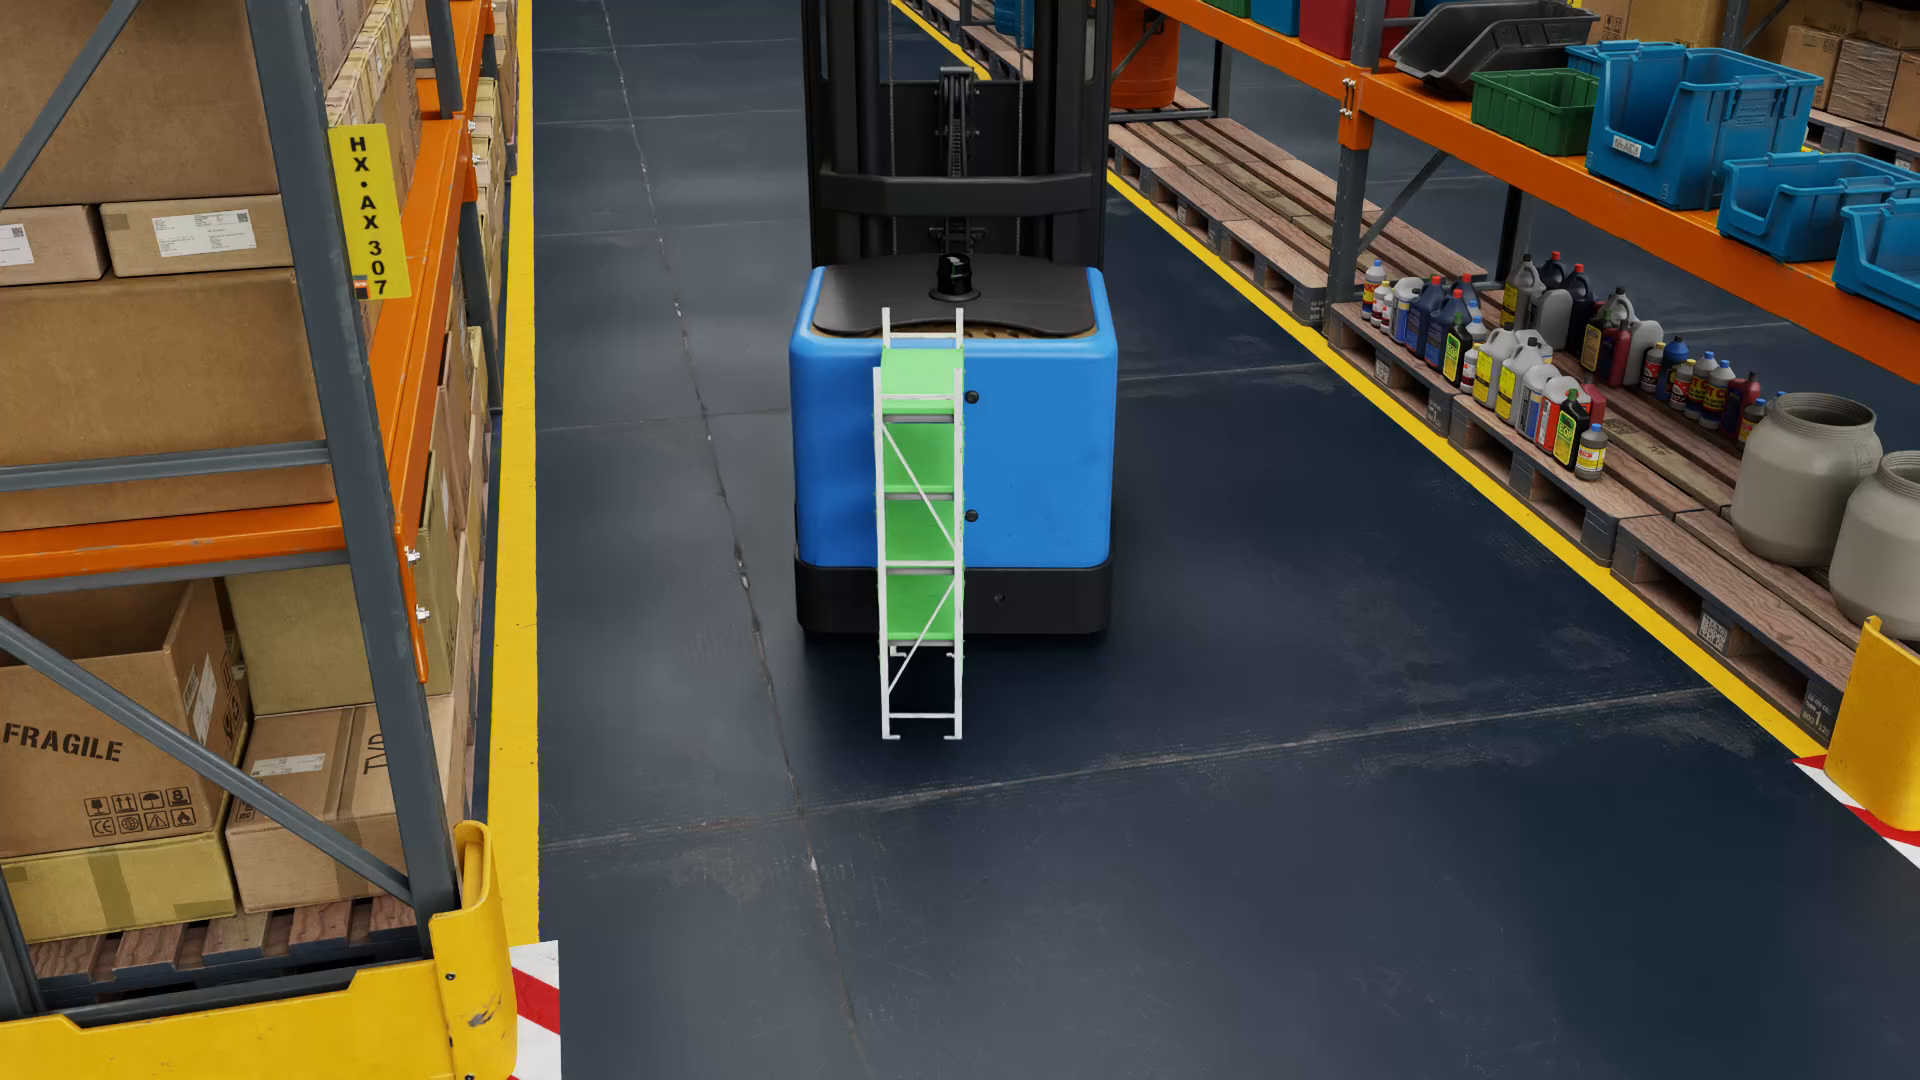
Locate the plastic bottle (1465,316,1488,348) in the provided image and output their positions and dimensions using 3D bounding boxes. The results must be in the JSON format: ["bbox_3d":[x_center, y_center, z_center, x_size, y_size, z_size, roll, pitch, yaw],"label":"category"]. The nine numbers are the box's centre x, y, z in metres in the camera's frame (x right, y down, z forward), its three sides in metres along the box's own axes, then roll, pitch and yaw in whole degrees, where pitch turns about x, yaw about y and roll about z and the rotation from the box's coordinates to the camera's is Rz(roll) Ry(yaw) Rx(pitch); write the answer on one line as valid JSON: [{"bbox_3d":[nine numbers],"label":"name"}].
[{"bbox_3d":[2.188,-0.821,7.087,0.097,0.271,0.097,0,27,0],"label":"plastic bottle"}]

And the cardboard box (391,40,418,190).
[{"bbox_3d":[-2.298,-1.501,5.784,0.700,0.500,0.500,-6,27,-12],"label":"cardboard box"}]

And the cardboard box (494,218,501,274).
[{"bbox_3d":[-2.612,-1.495,8.469,0.500,0.250,0.500,-7,28,-13],"label":"cardboard box"}]

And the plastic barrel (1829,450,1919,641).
[{"bbox_3d":[2.976,0.015,5.185,0.421,0.512,0.421,0,27,0],"label":"plastic barrel"}]

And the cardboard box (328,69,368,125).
[{"bbox_3d":[-1.740,-1.107,4.283,0.380,0.149,0.250,-7,28,-13],"label":"cardboard box"}]

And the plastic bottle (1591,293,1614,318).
[{"bbox_3d":[2.844,-0.961,7.352,0.061,0.283,0.133,-4,27,-8],"label":"plastic bottle"}]

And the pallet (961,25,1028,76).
[{"bbox_3d":[0.628,-4.307,14.548,1.003,0.211,1.213,-6,27,-12],"label":"pallet"}]

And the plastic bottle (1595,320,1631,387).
[{"bbox_3d":[2.769,-0.804,7.040,0.061,0.283,0.133,-6,27,-12],"label":"plastic bottle"}]

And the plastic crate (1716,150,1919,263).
[{"bbox_3d":[2.654,-1.035,5.137,0.499,0.251,0.408,-6,27,-12],"label":"plastic crate"}]

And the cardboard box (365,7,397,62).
[{"bbox_3d":[-1.974,-1.560,5.181,0.380,0.149,0.250,-5,27,-10],"label":"cardboard box"}]

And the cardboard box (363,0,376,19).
[{"bbox_3d":[-2.196,-1.869,5.074,0.700,0.500,0.500,-6,27,-12],"label":"cardboard box"}]

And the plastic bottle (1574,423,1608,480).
[{"bbox_3d":[2.358,-0.336,6.203,0.097,0.201,0.097,0,27,0],"label":"plastic bottle"}]

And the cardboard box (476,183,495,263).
[{"bbox_3d":[-2.487,-1.519,7.893,0.500,0.311,0.500,-6,27,-12],"label":"cardboard box"}]

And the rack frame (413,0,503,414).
[{"bbox_3d":[-2.529,-1.881,6.648,1.000,3.000,0.127,-6,27,-12],"label":"rack frame"}]

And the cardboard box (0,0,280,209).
[{"bbox_3d":[-1.732,-0.979,3.309,0.700,0.500,0.500,-6,27,-11],"label":"cardboard box"}]

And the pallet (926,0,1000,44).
[{"bbox_3d":[0.291,-4.969,15.860,1.003,0.211,1.213,-6,27,-12],"label":"pallet"}]

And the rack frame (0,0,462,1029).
[{"bbox_3d":[-1.628,-0.125,3.169,1.000,3.000,0.127,-6,27,-12],"label":"rack frame"}]

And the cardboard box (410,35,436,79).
[{"bbox_3d":[-2.530,-2.179,7.517,0.380,0.149,0.250,-6,27,-12],"label":"cardboard box"}]

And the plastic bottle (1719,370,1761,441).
[{"bbox_3d":[3.061,-0.539,6.516,0.061,0.283,0.133,-5,27,-11],"label":"plastic bottle"}]

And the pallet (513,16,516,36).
[{"bbox_3d":[-4.486,-4.450,14.832,1.003,0.211,1.213,-6,27,-12],"label":"pallet"}]

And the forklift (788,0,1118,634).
[{"bbox_3d":[-0.007,-1.618,6.203,1.130,2.935,3.031,0,27,1],"label":"forklift"}]

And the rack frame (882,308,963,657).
[{"bbox_3d":[-0.111,-0.153,5.216,0.240,1.200,0.015,0,27,0],"label":"rack frame"}]

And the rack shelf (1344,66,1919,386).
[{"bbox_3d":[2.748,-1.183,6.064,1.077,0.370,4.000,-6,27,-12],"label":"rack shelf"}]

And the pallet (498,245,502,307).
[{"bbox_3d":[-3.012,-1.493,8.973,1.003,0.211,1.213,-6,27,-12],"label":"pallet"}]

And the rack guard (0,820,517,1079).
[{"bbox_3d":[-1.622,1.001,3.712,1.175,0.500,0.348,-6,27,-12],"label":"rack guard"}]

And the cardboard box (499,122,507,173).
[{"bbox_3d":[-3.074,-2.391,10.244,0.500,0.250,0.500,-5,27,-10],"label":"cardboard box"}]

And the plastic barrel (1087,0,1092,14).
[{"bbox_3d":[1.015,-3.958,12.974,0.600,0.588,0.708,-6,27,-12],"label":"plastic barrel"}]

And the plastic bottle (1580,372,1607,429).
[{"bbox_3d":[2.432,-0.497,6.431,0.061,0.283,0.133,-6,27,-12],"label":"plastic bottle"}]

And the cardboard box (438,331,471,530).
[{"bbox_3d":[-1.867,-0.337,5.342,0.500,0.500,0.500,-6,27,-12],"label":"cardboard box"}]

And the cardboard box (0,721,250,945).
[{"bbox_3d":[-2.036,0.709,4.101,0.500,0.250,0.500,-6,27,-12],"label":"cardboard box"}]

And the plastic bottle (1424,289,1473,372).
[{"bbox_3d":[2.118,-0.917,7.190,0.144,0.351,0.185,-7,28,-14],"label":"plastic bottle"}]

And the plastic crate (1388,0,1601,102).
[{"bbox_3d":[2.292,-2.112,7.175,0.767,0.338,0.504,-6,27,-12],"label":"plastic crate"}]

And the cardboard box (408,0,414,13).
[{"bbox_3d":[-2.205,-2.009,6.071,0.380,0.149,0.250,-7,28,-13],"label":"cardboard box"}]

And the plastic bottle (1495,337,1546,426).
[{"bbox_3d":[2.256,-0.649,6.658,0.144,0.351,0.185,-5,27,-9],"label":"plastic bottle"}]

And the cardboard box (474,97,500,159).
[{"bbox_3d":[-2.949,-2.415,9.669,0.500,0.311,0.500,-6,27,-12],"label":"cardboard box"}]

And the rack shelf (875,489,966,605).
[{"bbox_3d":[-0.113,0.015,5.028,0.258,0.148,0.480,0,27,0],"label":"rack shelf"}]

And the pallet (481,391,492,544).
[{"bbox_3d":[-2.391,-0.283,6.576,1.003,0.211,1.213,-6,27,-12],"label":"pallet"}]

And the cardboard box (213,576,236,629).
[{"bbox_3d":[-2.278,-0.063,4.799,0.500,0.500,0.500,-6,27,-12],"label":"cardboard box"}]

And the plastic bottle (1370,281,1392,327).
[{"bbox_3d":[1.965,-1.101,7.719,0.097,0.201,0.097,0,27,0],"label":"plastic bottle"}]

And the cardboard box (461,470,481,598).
[{"bbox_3d":[-1.868,-0.002,5.510,0.500,0.250,0.500,-6,27,-12],"label":"cardboard box"}]

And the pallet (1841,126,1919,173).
[{"bbox_3d":[6.668,-2.519,11.006,1.003,0.211,1.213,-6,27,-12],"label":"pallet"}]

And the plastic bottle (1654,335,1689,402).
[{"bbox_3d":[2.949,-0.716,6.879,0.097,0.271,0.097,0,27,0],"label":"plastic bottle"}]

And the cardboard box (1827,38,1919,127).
[{"bbox_3d":[6.530,-3.188,11.523,0.700,0.500,0.500,-8,28,-16],"label":"cardboard box"}]

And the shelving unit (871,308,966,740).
[{"bbox_3d":[-0.113,-0.042,4.999,0.258,1.200,0.503,0,27,0],"label":"shelving unit"}]

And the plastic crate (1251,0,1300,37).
[{"bbox_3d":[1.746,-2.828,8.542,0.392,0.384,0.575,-6,27,-12],"label":"plastic crate"}]

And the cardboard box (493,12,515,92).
[{"bbox_3d":[-3.609,-3.625,12.389,0.500,0.500,0.500,-7,28,-13],"label":"cardboard box"}]

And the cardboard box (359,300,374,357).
[{"bbox_3d":[-1.843,-0.606,4.011,0.700,0.500,0.500,-5,27,-10],"label":"cardboard box"}]
